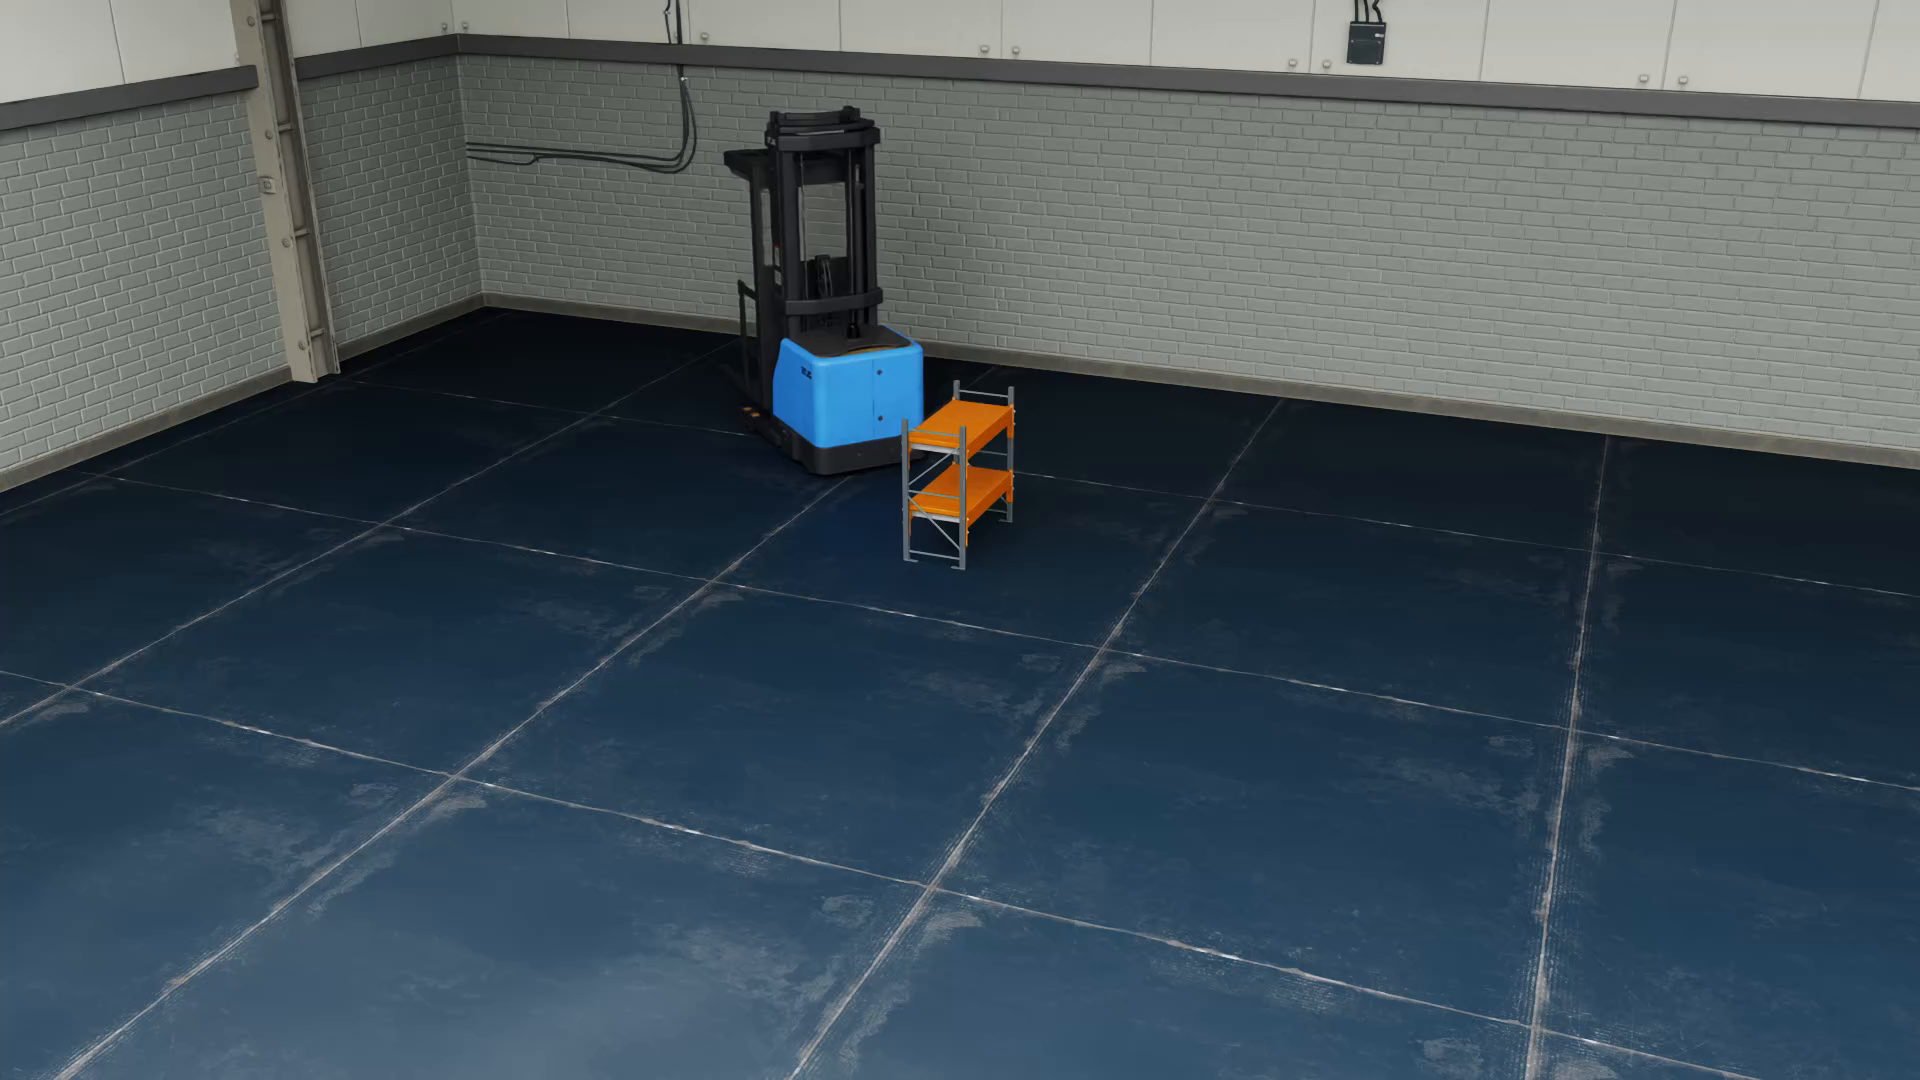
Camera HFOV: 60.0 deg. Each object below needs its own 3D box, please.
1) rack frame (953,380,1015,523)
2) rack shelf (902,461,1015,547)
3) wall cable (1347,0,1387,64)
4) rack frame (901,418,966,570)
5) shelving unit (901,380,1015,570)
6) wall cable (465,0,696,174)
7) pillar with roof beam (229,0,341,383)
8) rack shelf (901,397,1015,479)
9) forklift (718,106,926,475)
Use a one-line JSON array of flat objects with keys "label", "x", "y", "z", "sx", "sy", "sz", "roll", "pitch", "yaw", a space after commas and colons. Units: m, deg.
[{"label": "rack frame", "x": 0.186, "y": -0.699, "z": 13.185, "sx": 0.500, "sy": 1.125, "sz": 0.032, "roll": 9, "pitch": 24, "yaw": 20}, {"label": "rack shelf", "x": -0.003, "y": -0.291, "z": 12.844, "sx": 0.538, "sy": 0.278, "sz": 1.000, "roll": 9, "pitch": 24, "yaw": 20}, {"label": "wall cable", "x": 4.551, "y": -6.896, "z": 13.395, "sx": 2.305, "sy": 6.003, "sz": 0.169, "roll": 9, "pitch": 24, "yaw": 20}, {"label": "rack frame", "x": -0.191, "y": -0.335, "z": 12.314, "sx": 0.500, "sy": 1.125, "sz": 0.032, "roll": 9, "pitch": 24, "yaw": 20}, {"label": "shelving unit", "x": -0.003, "y": -0.517, "z": 12.750, "sx": 0.538, "sy": 1.125, "sz": 1.048, "roll": 9, "pitch": 24, "yaw": 20}, {"label": "wall cable", "x": -4.258, "y": -5.259, "z": 17.916, "sx": 3.097, "sy": 2.526, "sz": 0.112, "roll": 9, "pitch": 24, "yaw": 20}, {"label": "pillar with roof beam", "x": -2.583, "y": -5.211, "z": 13.771, "sx": 9.100, "sy": 9.000, "sz": 0.400, "roll": 9, "pitch": 24, "yaw": 20}, {"label": "rack shelf", "x": -0.003, "y": -0.787, "z": 12.637, "sx": 0.538, "sy": 0.278, "sz": 1.000, "roll": 9, "pitch": 24, "yaw": 20}, {"label": "forklift", "x": -1.420, "y": -2.435, "z": 14.999, "sx": 1.130, "sy": 2.935, "sz": 3.031, "roll": -11, "pitch": 25, "yaw": -25}]
